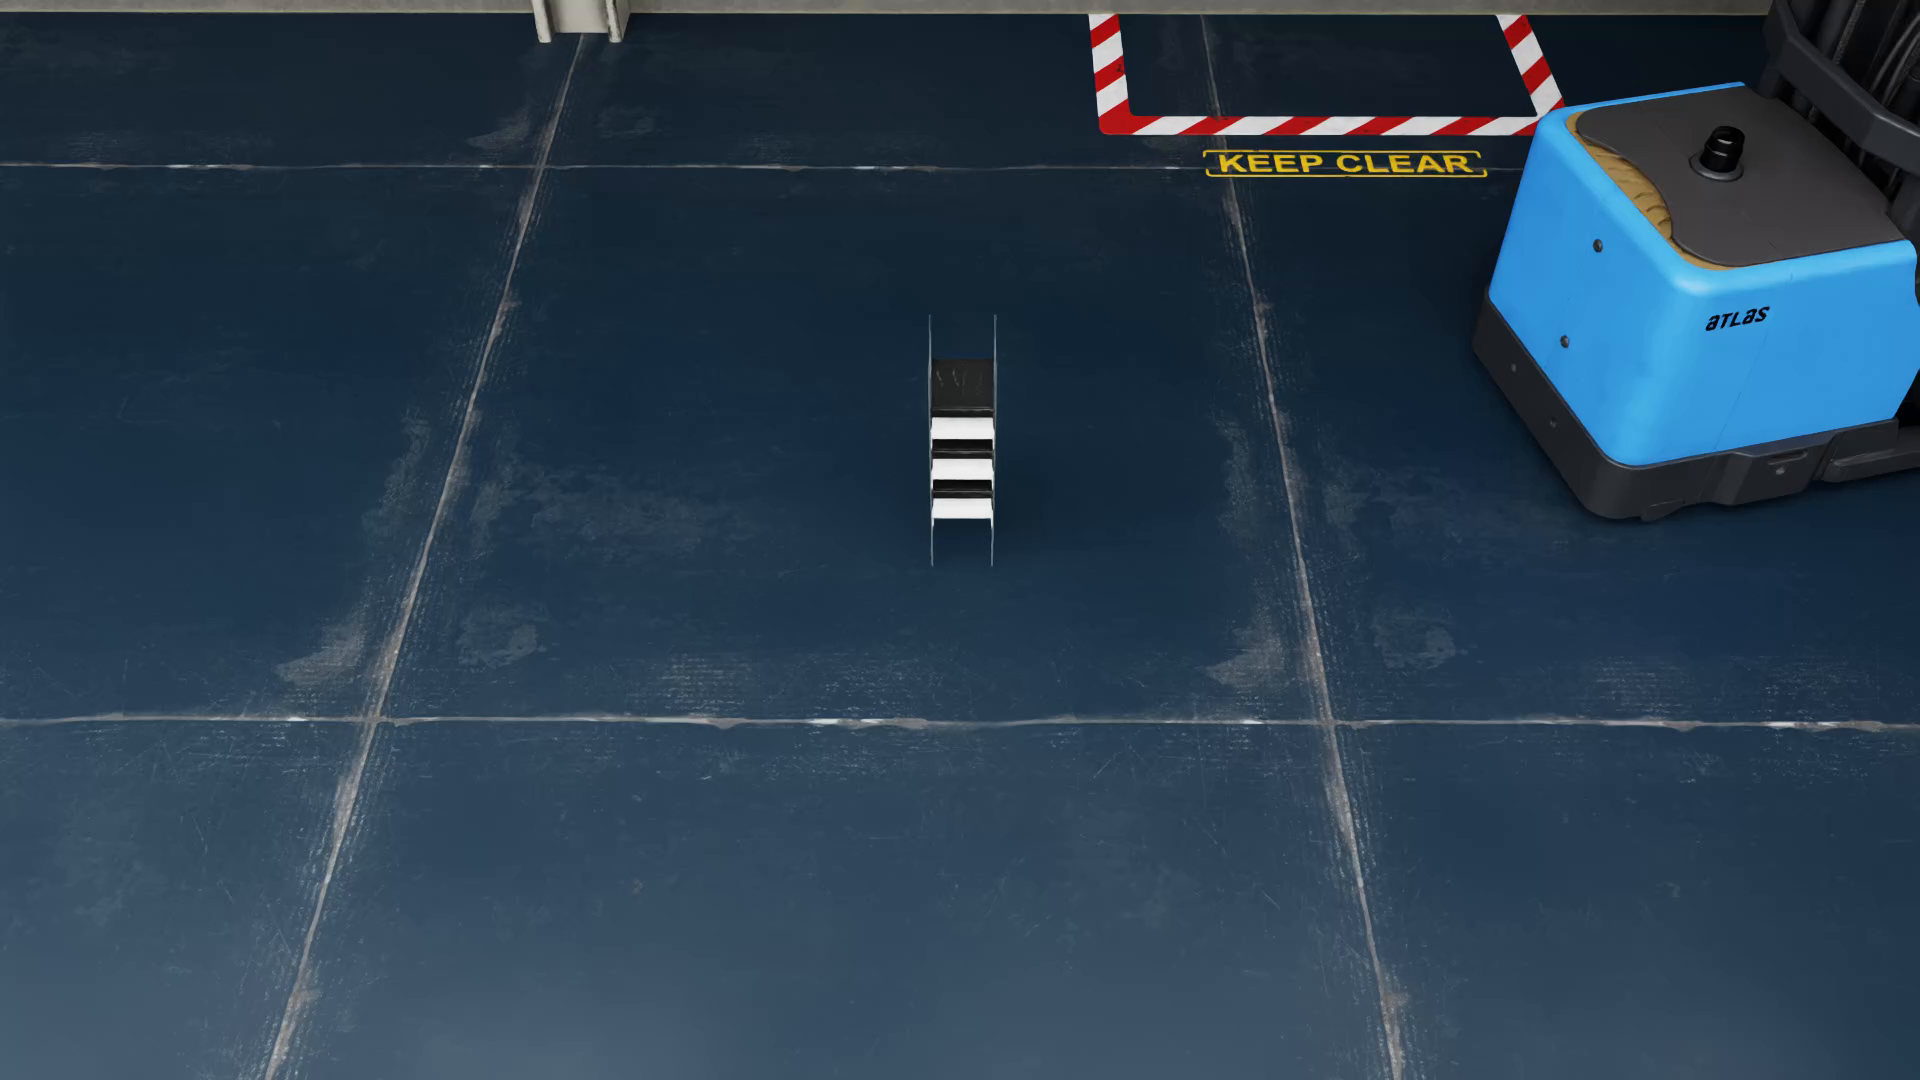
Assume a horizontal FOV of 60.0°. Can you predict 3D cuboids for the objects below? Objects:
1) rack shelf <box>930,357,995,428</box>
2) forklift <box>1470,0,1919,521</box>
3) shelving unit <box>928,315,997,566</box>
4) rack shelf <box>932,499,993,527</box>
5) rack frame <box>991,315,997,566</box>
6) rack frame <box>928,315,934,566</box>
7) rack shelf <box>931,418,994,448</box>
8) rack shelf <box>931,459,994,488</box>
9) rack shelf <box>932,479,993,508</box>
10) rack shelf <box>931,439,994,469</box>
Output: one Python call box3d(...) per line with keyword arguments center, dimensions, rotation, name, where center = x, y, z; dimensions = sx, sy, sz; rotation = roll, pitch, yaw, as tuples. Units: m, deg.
box3d(center=(0.008, -0.468, 5.247), dimensions=(0.200, 0.077, 0.258), rotation=(0, 47, 0), name="rack shelf")
box3d(center=(3.520, -1.648, 5.282), dimensions=(3.031, 2.935, 1.130), rotation=(-10, 48, -10), name="forklift")
box3d(center=(0.008, -0.307, 5.421), dimensions=(0.210, 0.900, 0.258), rotation=(0, 47, 0), name="shelving unit")
box3d(center=(0.008, -0.161, 5.577), dimensions=(0.200, 0.077, 0.258), rotation=(0, 47, 0), name="rack shelf")
box3d(center=(0.110, -0.306, 5.420), dimensions=(0.006, 0.900, 0.240), rotation=(0, 47, 0), name="rack frame")
box3d(center=(-0.094, -0.307, 5.421), dimensions=(0.006, 0.900, 0.240), rotation=(0, 47, 0), name="rack frame")
box3d(center=(0.008, -0.406, 5.313), dimensions=(0.200, 0.077, 0.258), rotation=(0, 47, 0), name="rack shelf")
box3d(center=(0.008, -0.284, 5.445), dimensions=(0.200, 0.077, 0.258), rotation=(0, 47, 0), name="rack shelf")
box3d(center=(0.008, -0.223, 5.511), dimensions=(0.200, 0.077, 0.258), rotation=(0, 47, 0), name="rack shelf")
box3d(center=(0.008, -0.345, 5.379), dimensions=(0.200, 0.077, 0.258), rotation=(0, 47, 0), name="rack shelf")
